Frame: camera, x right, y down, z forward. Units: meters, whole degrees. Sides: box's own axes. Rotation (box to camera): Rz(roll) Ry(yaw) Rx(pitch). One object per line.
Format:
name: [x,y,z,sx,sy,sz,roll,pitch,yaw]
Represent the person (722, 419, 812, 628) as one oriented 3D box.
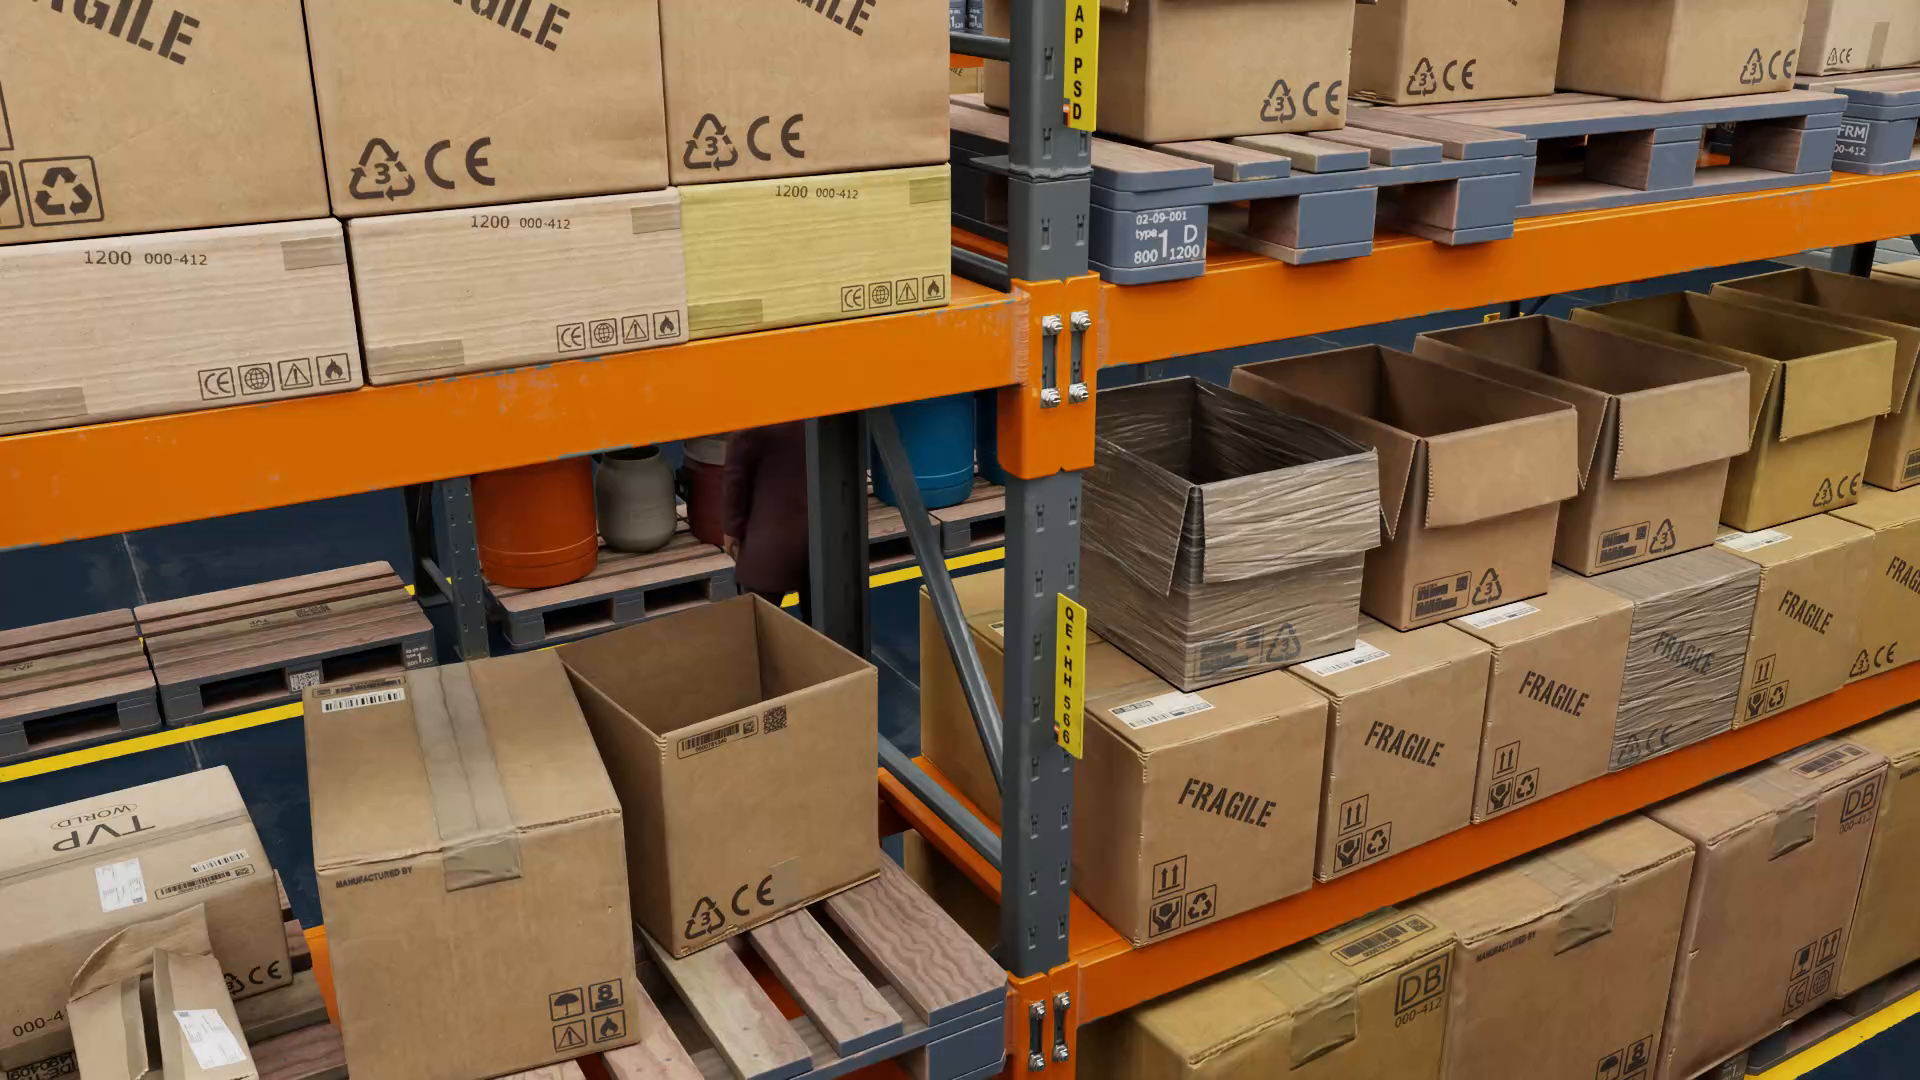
person: [-0.763,-0.045,7.255,0.572,1.761,0.382,-12,24,-27]
